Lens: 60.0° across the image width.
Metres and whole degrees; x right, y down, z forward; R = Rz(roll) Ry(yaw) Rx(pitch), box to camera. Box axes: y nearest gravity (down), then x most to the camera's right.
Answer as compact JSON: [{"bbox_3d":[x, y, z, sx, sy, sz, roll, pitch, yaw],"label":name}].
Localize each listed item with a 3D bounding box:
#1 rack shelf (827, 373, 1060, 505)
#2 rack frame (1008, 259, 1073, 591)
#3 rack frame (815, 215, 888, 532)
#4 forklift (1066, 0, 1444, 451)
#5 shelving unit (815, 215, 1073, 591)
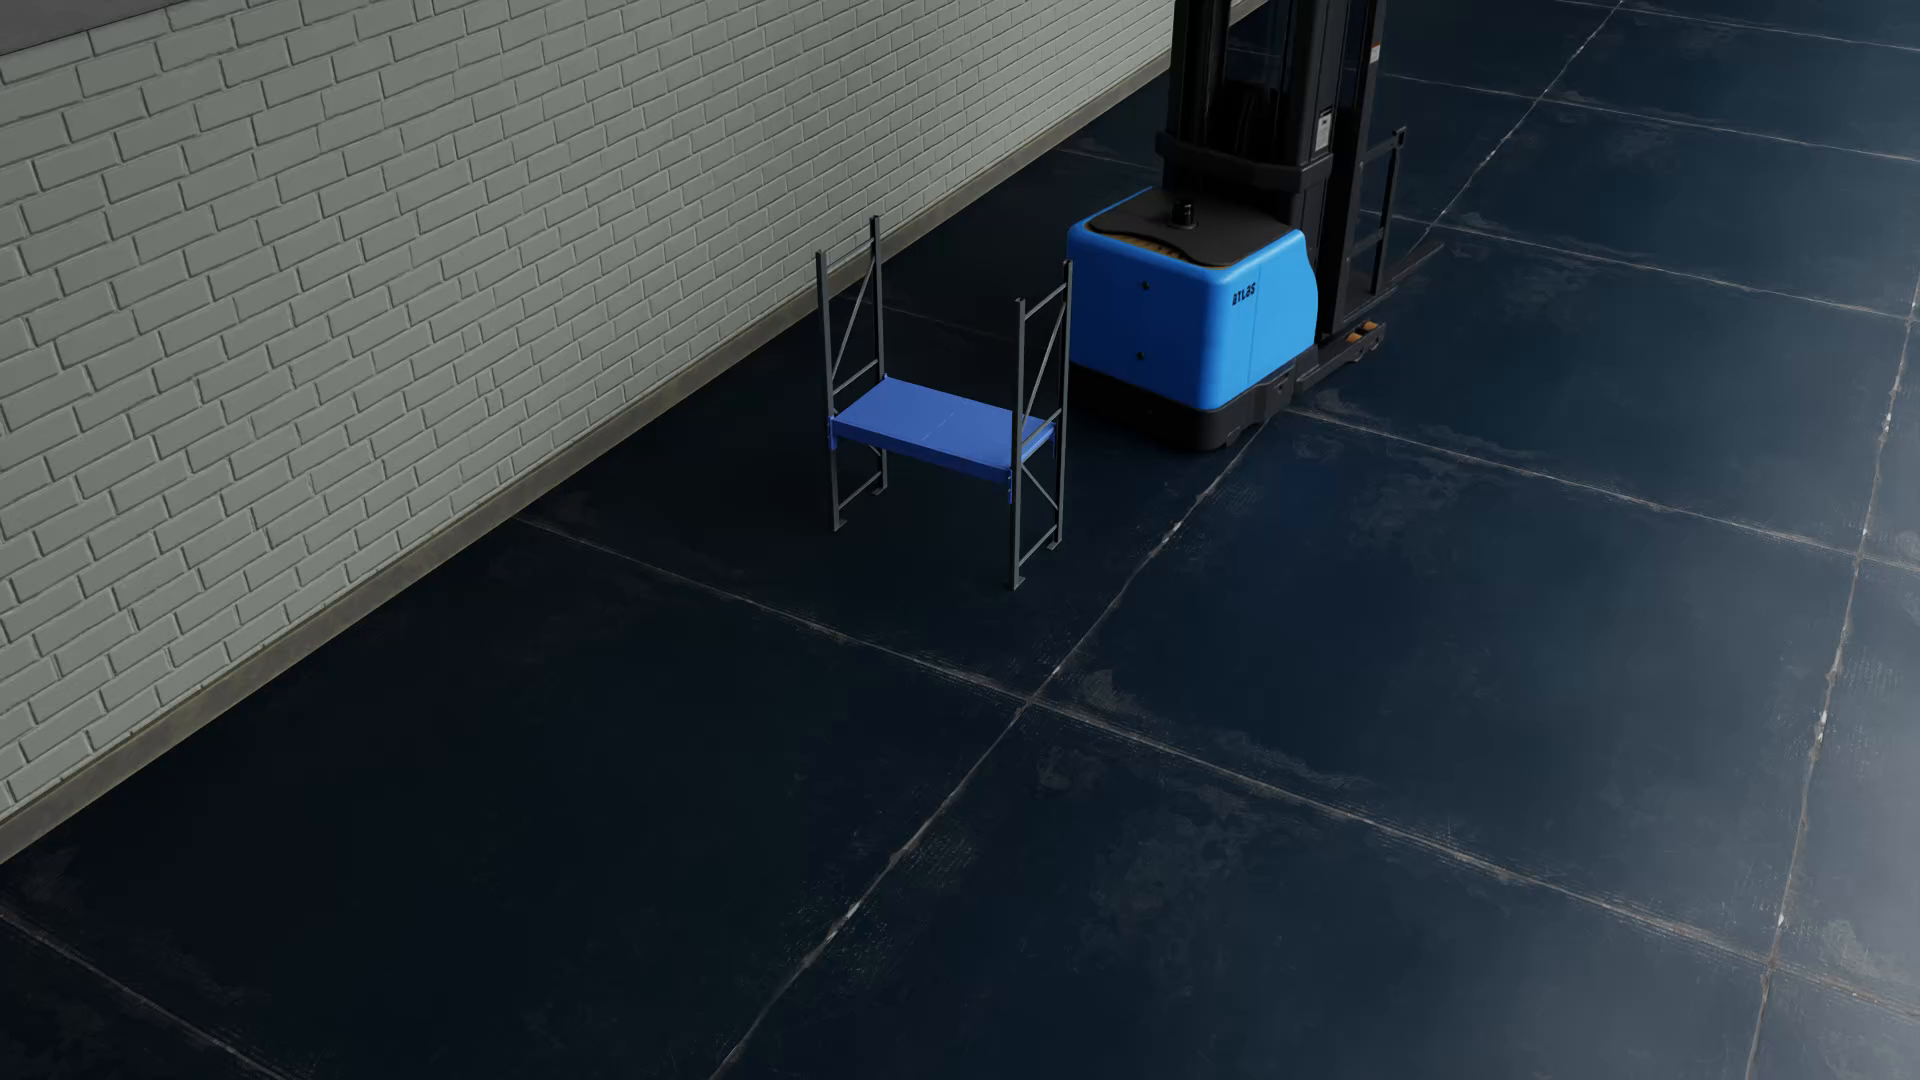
[{"bbox_3d":[-0.074,-0.498,7.969,1.000,0.185,0.538,18,37,24],"label":"rack shelf"},{"bbox_3d":[0.367,-0.508,7.660,0.032,1.500,0.500,18,37,24],"label":"rack frame"},{"bbox_3d":[-0.515,-0.788,8.079,0.032,1.500,0.500,18,37,24],"label":"rack frame"},{"bbox_3d":[1.892,-2.436,9.264,1.130,2.935,3.031,25,41,33],"label":"forklift"},{"bbox_3d":[-0.074,-0.648,7.870,1.048,1.500,0.538,18,37,24],"label":"shelving unit"}]
